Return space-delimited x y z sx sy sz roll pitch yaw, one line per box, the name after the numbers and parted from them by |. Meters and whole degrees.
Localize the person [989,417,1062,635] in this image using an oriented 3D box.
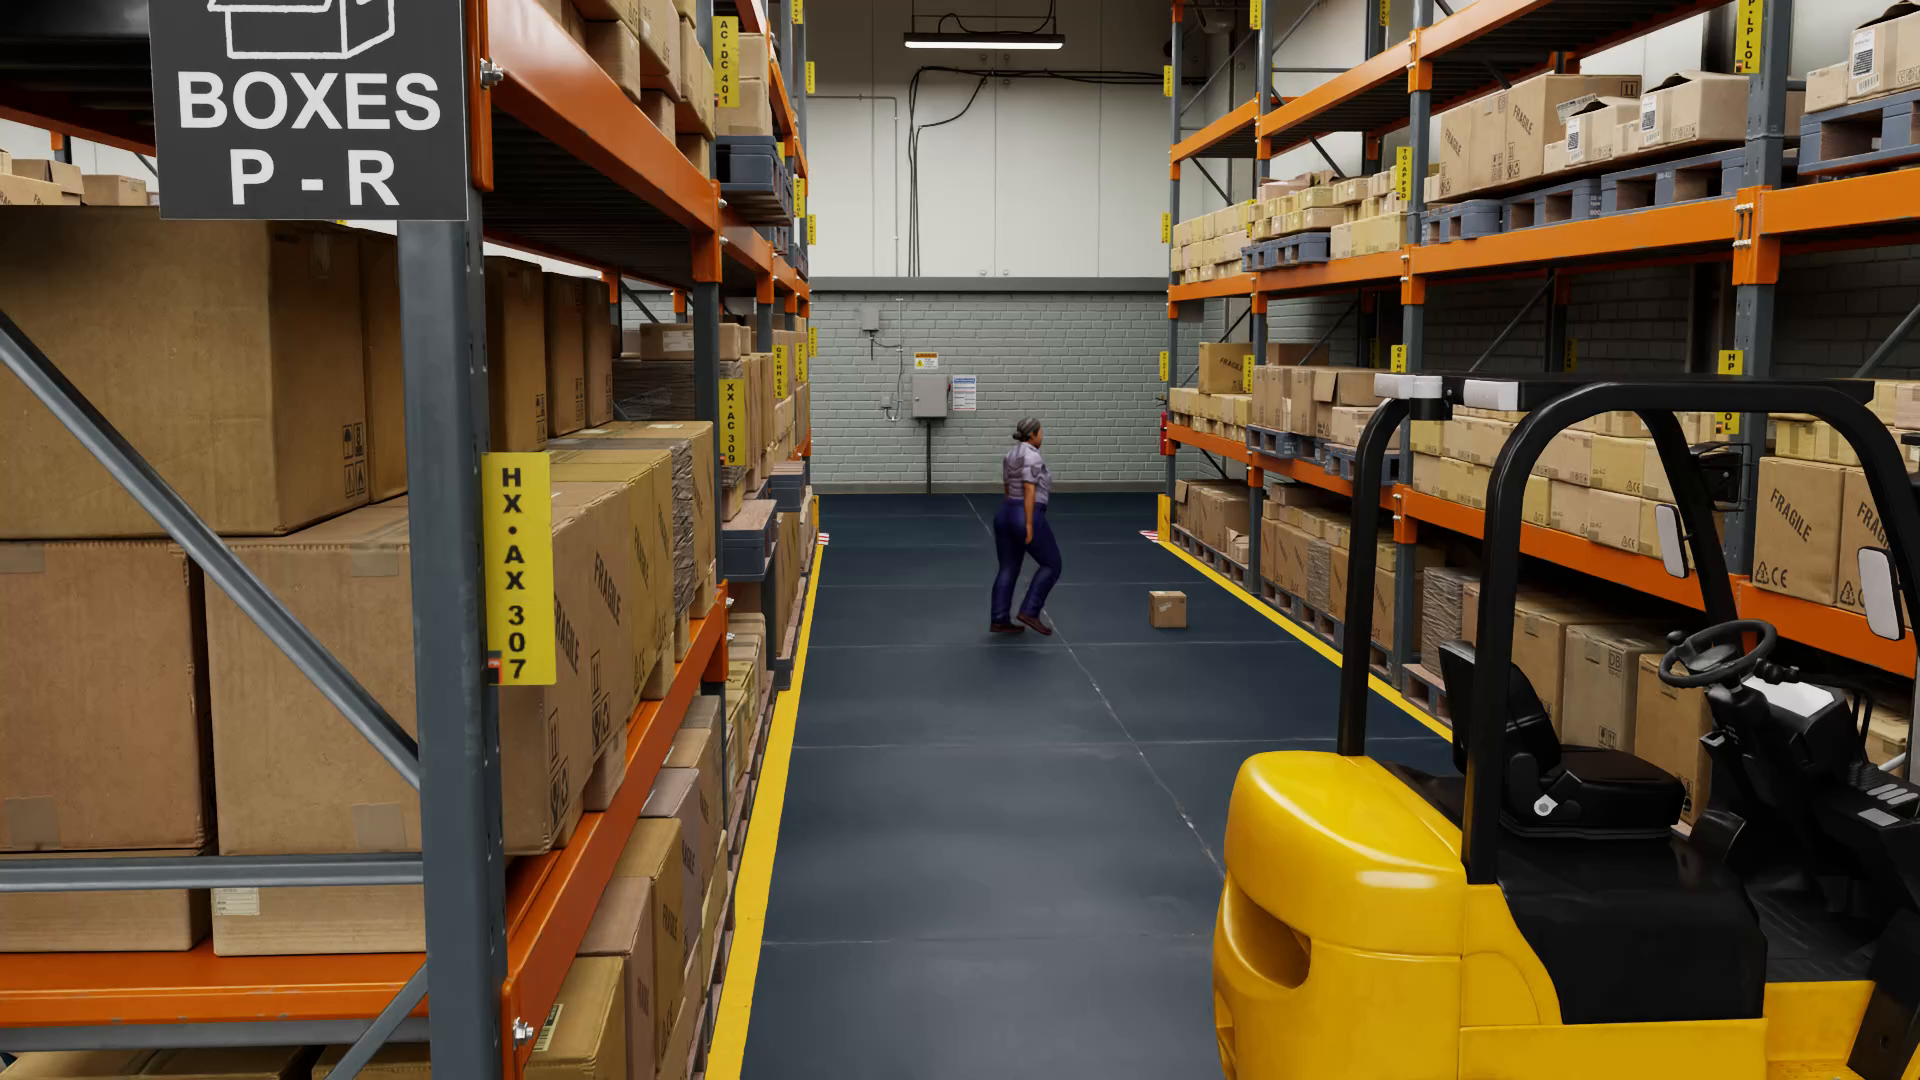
0.461 -0.110 12.592 0.500 1.636 0.491 -5 8 -35 | person
